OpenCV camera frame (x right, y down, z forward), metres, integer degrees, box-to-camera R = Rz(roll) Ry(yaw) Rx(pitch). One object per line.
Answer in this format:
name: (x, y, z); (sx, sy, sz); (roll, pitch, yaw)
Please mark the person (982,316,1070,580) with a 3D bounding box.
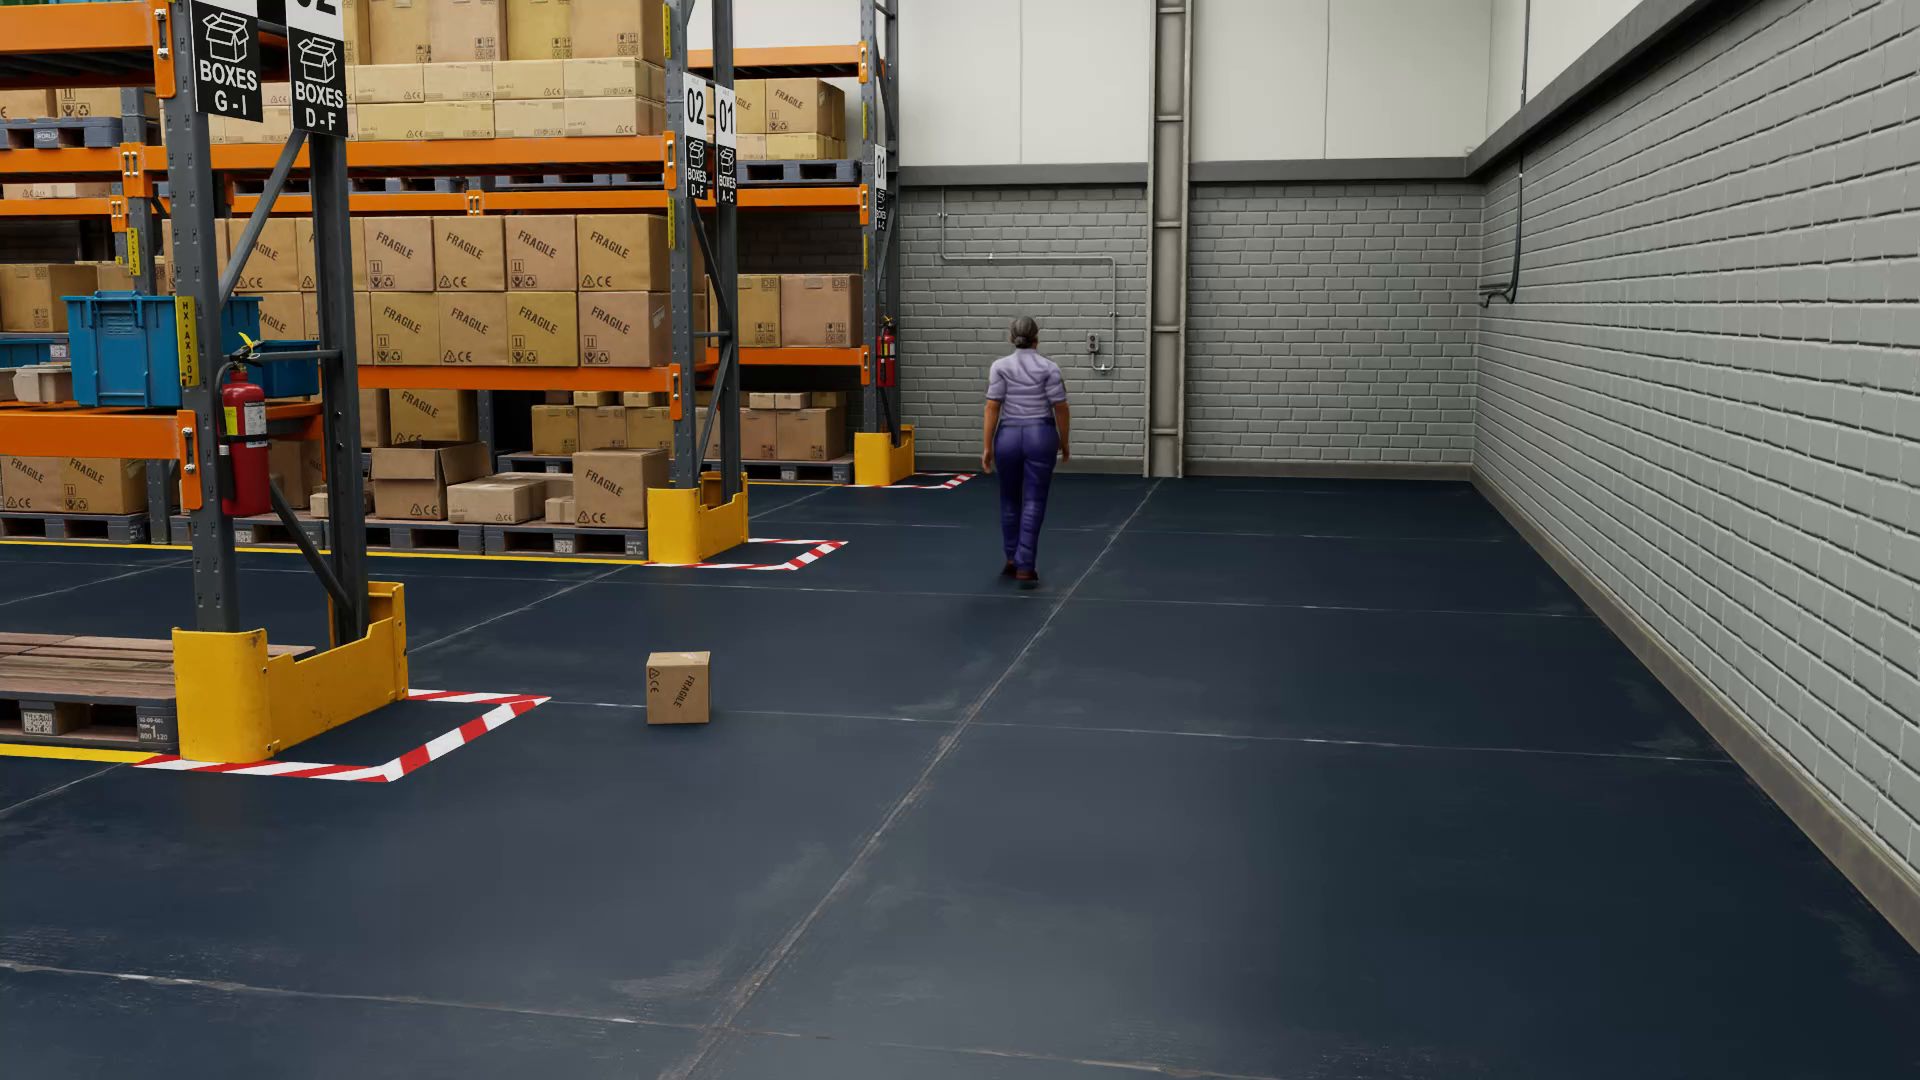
person: (0.430, -0.557, 10.347); (0.513, 1.667, 0.788); (2, 8, 13)
